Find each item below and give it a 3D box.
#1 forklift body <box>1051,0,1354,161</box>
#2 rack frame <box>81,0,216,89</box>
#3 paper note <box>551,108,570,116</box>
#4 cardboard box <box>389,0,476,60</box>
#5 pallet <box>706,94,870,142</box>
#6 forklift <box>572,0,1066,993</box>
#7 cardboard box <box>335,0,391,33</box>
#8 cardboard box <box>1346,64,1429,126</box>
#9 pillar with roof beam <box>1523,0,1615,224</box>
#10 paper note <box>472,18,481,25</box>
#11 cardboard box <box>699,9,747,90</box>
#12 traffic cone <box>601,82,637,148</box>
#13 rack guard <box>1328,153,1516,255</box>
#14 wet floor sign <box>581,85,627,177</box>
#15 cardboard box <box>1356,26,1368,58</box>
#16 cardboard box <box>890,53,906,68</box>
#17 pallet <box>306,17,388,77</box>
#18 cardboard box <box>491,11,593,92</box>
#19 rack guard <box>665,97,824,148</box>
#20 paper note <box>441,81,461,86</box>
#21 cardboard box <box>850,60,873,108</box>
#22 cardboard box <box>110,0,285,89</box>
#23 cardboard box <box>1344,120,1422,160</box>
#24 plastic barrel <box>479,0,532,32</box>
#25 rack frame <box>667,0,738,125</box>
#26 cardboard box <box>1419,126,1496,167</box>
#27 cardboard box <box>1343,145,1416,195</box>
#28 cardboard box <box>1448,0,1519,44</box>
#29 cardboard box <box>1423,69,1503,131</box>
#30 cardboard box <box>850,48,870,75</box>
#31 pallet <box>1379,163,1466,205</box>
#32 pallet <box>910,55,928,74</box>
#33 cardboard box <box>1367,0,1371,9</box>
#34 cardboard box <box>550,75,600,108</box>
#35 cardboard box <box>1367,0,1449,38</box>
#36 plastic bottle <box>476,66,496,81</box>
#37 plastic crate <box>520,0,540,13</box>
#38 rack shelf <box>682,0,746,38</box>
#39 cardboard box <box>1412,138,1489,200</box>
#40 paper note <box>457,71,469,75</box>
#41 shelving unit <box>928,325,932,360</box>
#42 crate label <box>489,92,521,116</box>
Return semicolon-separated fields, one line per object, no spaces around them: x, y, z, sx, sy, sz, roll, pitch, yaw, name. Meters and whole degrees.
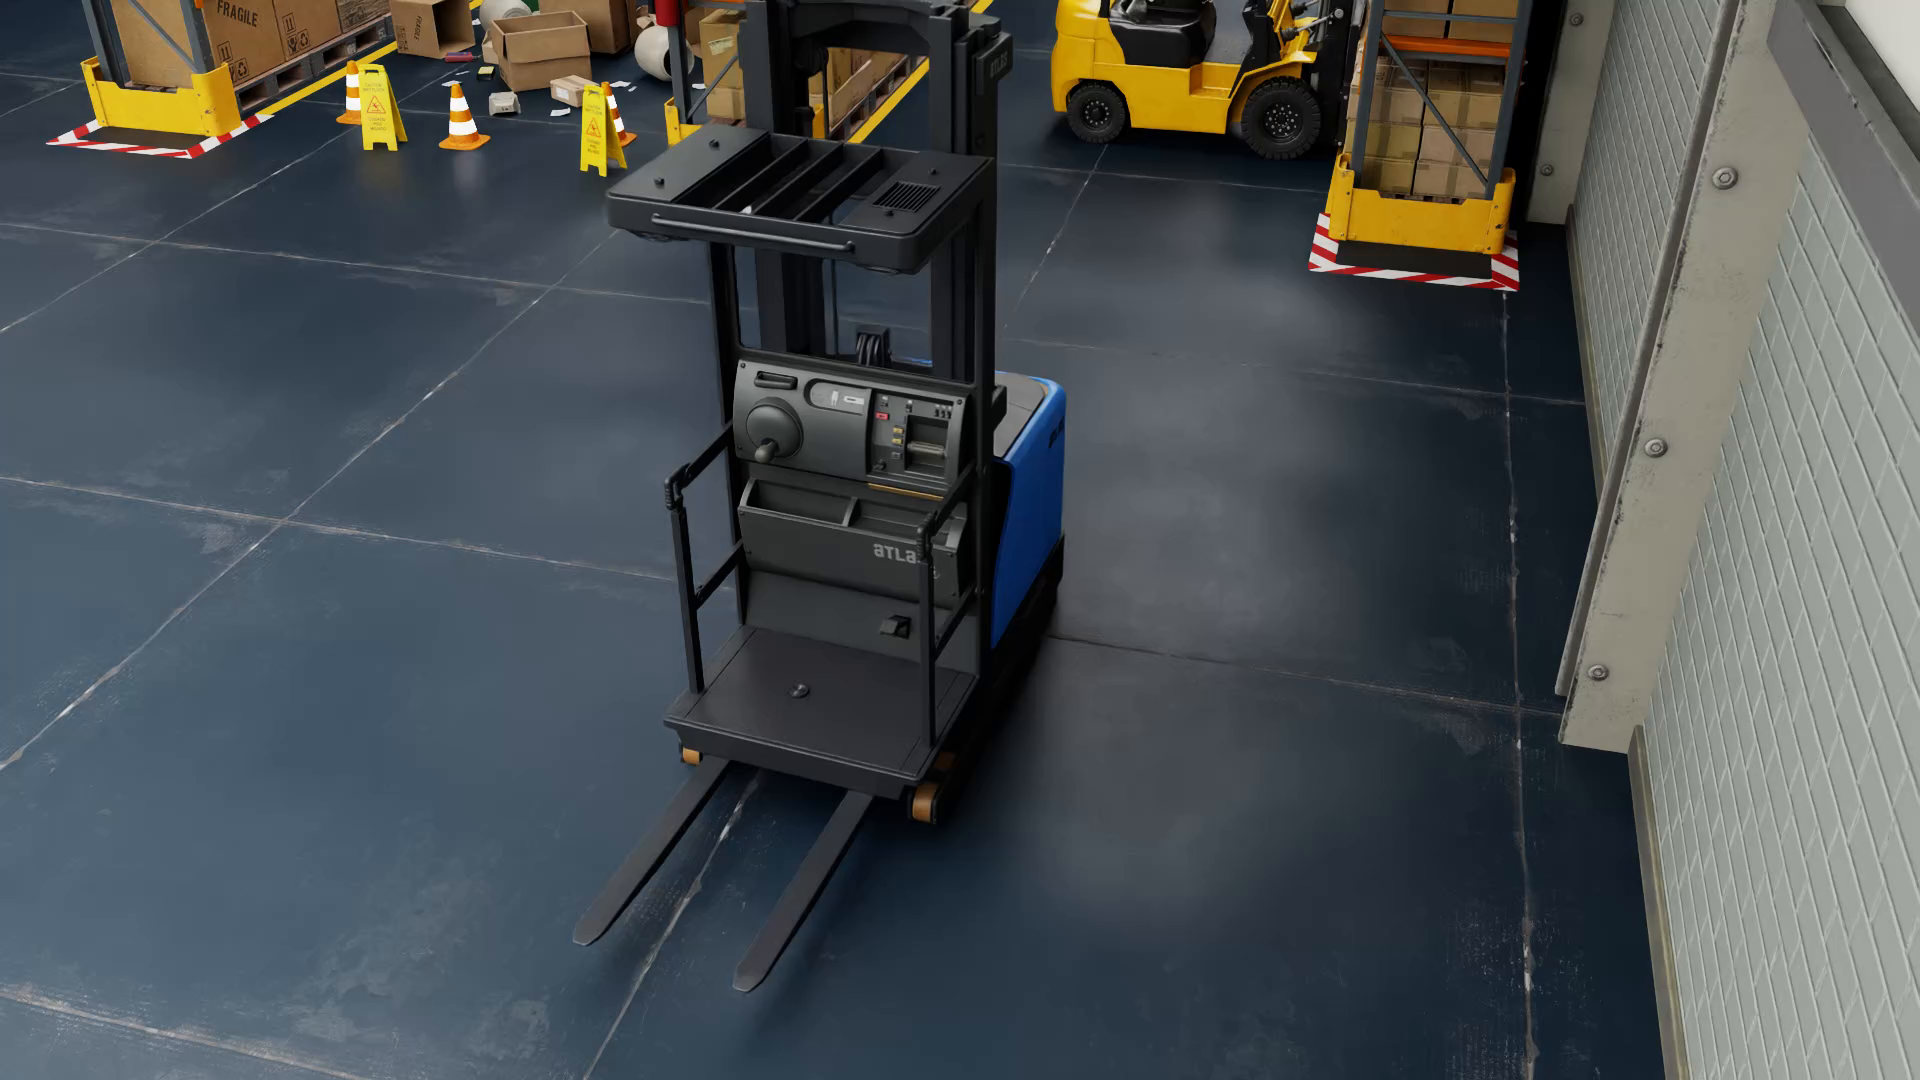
1.882;-4.253;12.935;2.313;2.155;1.214;8;33;12;forklift body
-6.450;-4.674;12.806;1.000;3.000;0.127;8;33;12;rack frame
-3.322;-3.561;13.823;0.148;0.019;0.142;-3;33;-4;paper note
-4.836;-4.750;15.254;0.500;0.500;0.500;14;35;21;cardboard box
-1.377;-3.332;13.294;1.003;0.211;1.213;8;33;12;pallet
-0.495;-0.380;6.115;1.130;2.935;3.031;11;34;17;forklift
-5.887;-5.245;15.293;0.875;0.875;0.875;8;33;13;cardboard box
2.981;-3.099;11.568;0.500;0.250;0.500;9;34;14;cardboard box
0.050;-6.735;10.456;9.100;9.000;0.400;8;33;12;pillar with roof beam
-4.730;-5.025;16.125;0.147;0.020;0.142;-14;35;-21;paper note
-1.685;-3.837;12.962;0.500;0.500;0.500;8;33;13;cardboard box
-2.775;-3.380;13.136;0.336;0.463;0.334;8;33;12;traffic cone
3.160;-2.311;11.419;1.175;0.500;0.348;8;33;12;rack guard
-2.720;-3.106;12.534;0.267;0.644;0.232;20;38;29;wet floor sign
3.223;-3.628;12.400;0.500;0.250;0.500;8;33;13;cardboard box
-0.770;-4.261;14.327;0.500;0.250;0.500;9;33;13;cardboard box
-6.011;-4.554;15.216;1.003;0.211;1.213;8;33;12;pallet
-3.639;-4.255;14.474;0.797;0.503;0.637;-14;35;-21;cardboard box
-1.617;-3.037;12.561;1.175;0.500;0.348;8;33;12;rack guard
-4.420;-3.981;14.485;0.144;0.017;0.142;20;38;29;paper note
-1.027;-3.714;13.468;0.500;0.250;0.500;9;34;14;cardboard box
-6.342;-4.315;13.831;0.875;0.875;0.875;8;33;13;cardboard box
2.987;-2.901;11.724;0.500;0.250;0.500;8;33;12;cardboard box
-4.239;-4.865;15.508;0.421;0.421;0.512;-21;38;-29;plastic barrel
-1.636;-4.052;11.828;1.000;3.000;0.127;8;33;12;rack frame
3.486;-2.822;11.599;0.500;0.250;0.500;9;33;13;cardboard box
2.979;-2.682;11.845;0.500;0.250;0.500;8;33;13;cardboard box
3.560;-3.640;11.086;0.500;0.500;0.500;9;34;14;cardboard box
3.471;-3.041;11.477;0.500;0.250;0.500;8;33;12;cardboard box
-1.030;-4.051;13.299;0.500;0.500;0.500;7;33;11;cardboard box
3.319;-2.604;12.150;1.003;0.211;1.213;8;33;12;pallet
-0.758;-4.598;15.286;1.003;0.211;1.213;8;33;12;pallet
3.500;-4.161;13.239;0.500;0.250;0.500;9;34;14;cardboard box
-3.258;-3.804;14.095;0.380;0.149;0.250;28;42;36;cardboard box
3.037;-3.712;11.199;0.500;0.500;0.500;7;33;11;cardboard box
-4.184;-4.132;14.693;0.133;0.061;0.283;-3;33;-4;plastic bottle
-4.212;-5.319;16.388;0.662;0.188;0.450;-28;32;-37;plastic crate
-1.129;-4.787;13.654;1.077;0.370;4.000;8;33;12;rack shelf
3.480;-2.624;11.752;0.500;0.250;0.500;8;33;13;cardboard box
-4.416;-4.147;14.764;0.032;0.001;0.123;28;42;36;paper note
-0.004;-0.499;7.916;0.258;1.200;0.189;8;33;12;shelving unit
-3.795;-3.634;13.839;0.250;0.136;0.298;-8;33;-13;crate label
